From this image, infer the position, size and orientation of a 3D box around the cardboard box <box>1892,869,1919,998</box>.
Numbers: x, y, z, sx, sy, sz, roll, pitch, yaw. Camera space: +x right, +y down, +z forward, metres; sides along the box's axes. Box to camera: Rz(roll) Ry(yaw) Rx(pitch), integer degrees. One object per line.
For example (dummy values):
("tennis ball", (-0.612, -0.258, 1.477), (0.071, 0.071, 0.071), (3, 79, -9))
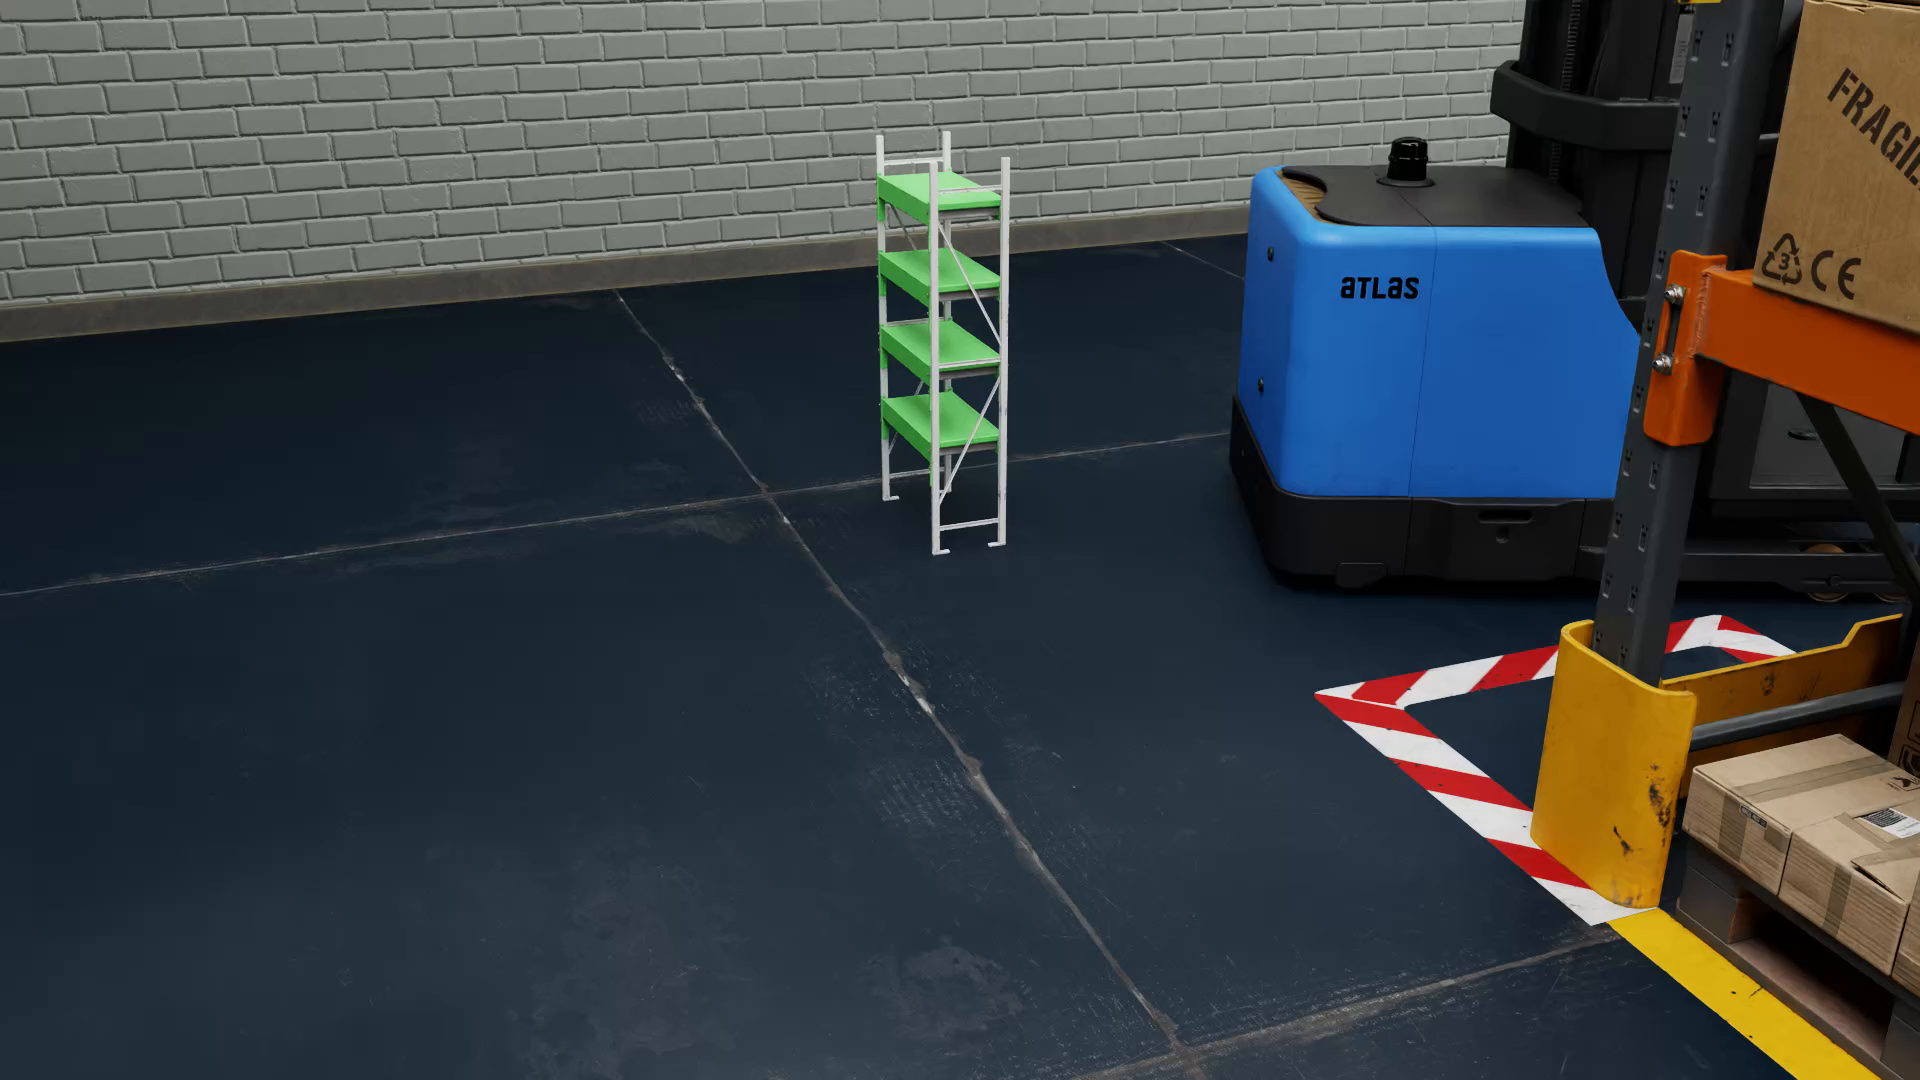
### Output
("cardboard box", (1.930, 0.701, 2.699), (0.500, 0.250, 0.500), (-8, 24, -19))

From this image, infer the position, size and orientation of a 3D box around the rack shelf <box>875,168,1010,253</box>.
("rack shelf", (-0.058, -0.996, 4.998), (0.258, 0.148, 0.480), (-8, 24, -19))

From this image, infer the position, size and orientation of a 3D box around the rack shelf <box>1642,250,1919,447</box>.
("rack shelf", (2.533, 0.276, 1.658), (1.077, 0.370, 4.000), (-8, 24, -19))

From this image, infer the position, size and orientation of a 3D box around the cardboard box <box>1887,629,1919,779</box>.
("cardboard box", (2.249, 0.331, 3.254), (0.500, 0.500, 0.500), (-8, 24, -19))

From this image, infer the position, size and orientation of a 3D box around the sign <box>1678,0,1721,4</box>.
("sign", (1.319, -1.106, 2.898), (0.100, 0.325, 0.005), (-8, 24, -19))

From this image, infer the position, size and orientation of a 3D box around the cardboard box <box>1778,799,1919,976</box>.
("cardboard box", (1.742, 0.611, 3.019), (0.380, 0.166, 0.250), (-8, 24, -19))

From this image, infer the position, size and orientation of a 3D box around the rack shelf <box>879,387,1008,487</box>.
("rack shelf", (-0.058, -0.333, 5.278), (0.258, 0.148, 0.480), (-8, 24, -19))

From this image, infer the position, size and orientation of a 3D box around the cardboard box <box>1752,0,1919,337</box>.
("cardboard box", (1.737, -0.630, 2.755), (0.500, 0.500, 0.500), (-8, 24, -18))

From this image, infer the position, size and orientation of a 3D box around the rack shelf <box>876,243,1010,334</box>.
("rack shelf", (-0.058, -0.775, 5.091), (0.258, 0.148, 0.480), (-8, 24, -19))

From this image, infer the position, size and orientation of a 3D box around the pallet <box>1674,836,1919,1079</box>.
("pallet", (2.136, 0.821, 3.032), (1.003, 0.211, 1.213), (-8, 24, -19))

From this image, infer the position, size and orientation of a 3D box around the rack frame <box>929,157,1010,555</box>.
("rack frame", (0.028, -0.524, 4.949), (0.240, 1.200, 0.015), (-8, 24, -19))

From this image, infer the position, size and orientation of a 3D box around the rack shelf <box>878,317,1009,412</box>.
("rack shelf", (-0.058, -0.554, 5.184), (0.258, 0.148, 0.480), (-8, 24, -19))

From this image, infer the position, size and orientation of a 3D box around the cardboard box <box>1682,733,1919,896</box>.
("cardboard box", (1.653, 0.529, 3.238), (0.380, 0.149, 0.250), (-8, 24, -19))

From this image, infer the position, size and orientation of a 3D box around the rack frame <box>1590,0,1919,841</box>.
("rack frame", (1.827, -0.782, 3.243), (1.000, 3.000, 0.127), (-8, 24, -19))

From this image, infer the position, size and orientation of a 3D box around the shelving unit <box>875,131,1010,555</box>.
("shelving unit", (-0.058, -0.613, 5.160), (0.258, 1.200, 0.503), (-8, 24, -19))

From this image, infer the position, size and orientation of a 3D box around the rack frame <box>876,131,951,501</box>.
("rack frame", (-0.145, -0.702, 5.370), (0.240, 1.200, 0.015), (-8, 24, -19))

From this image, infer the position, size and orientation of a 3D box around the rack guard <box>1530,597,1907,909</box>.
("rack guard", (1.854, 0.398, 3.663), (1.175, 0.500, 0.348), (-8, 24, -19))

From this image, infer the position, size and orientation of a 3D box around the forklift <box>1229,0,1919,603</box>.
("forklift", (2.430, -1.377, 4.744), (3.031, 2.935, 1.130), (0, 23, 1))
